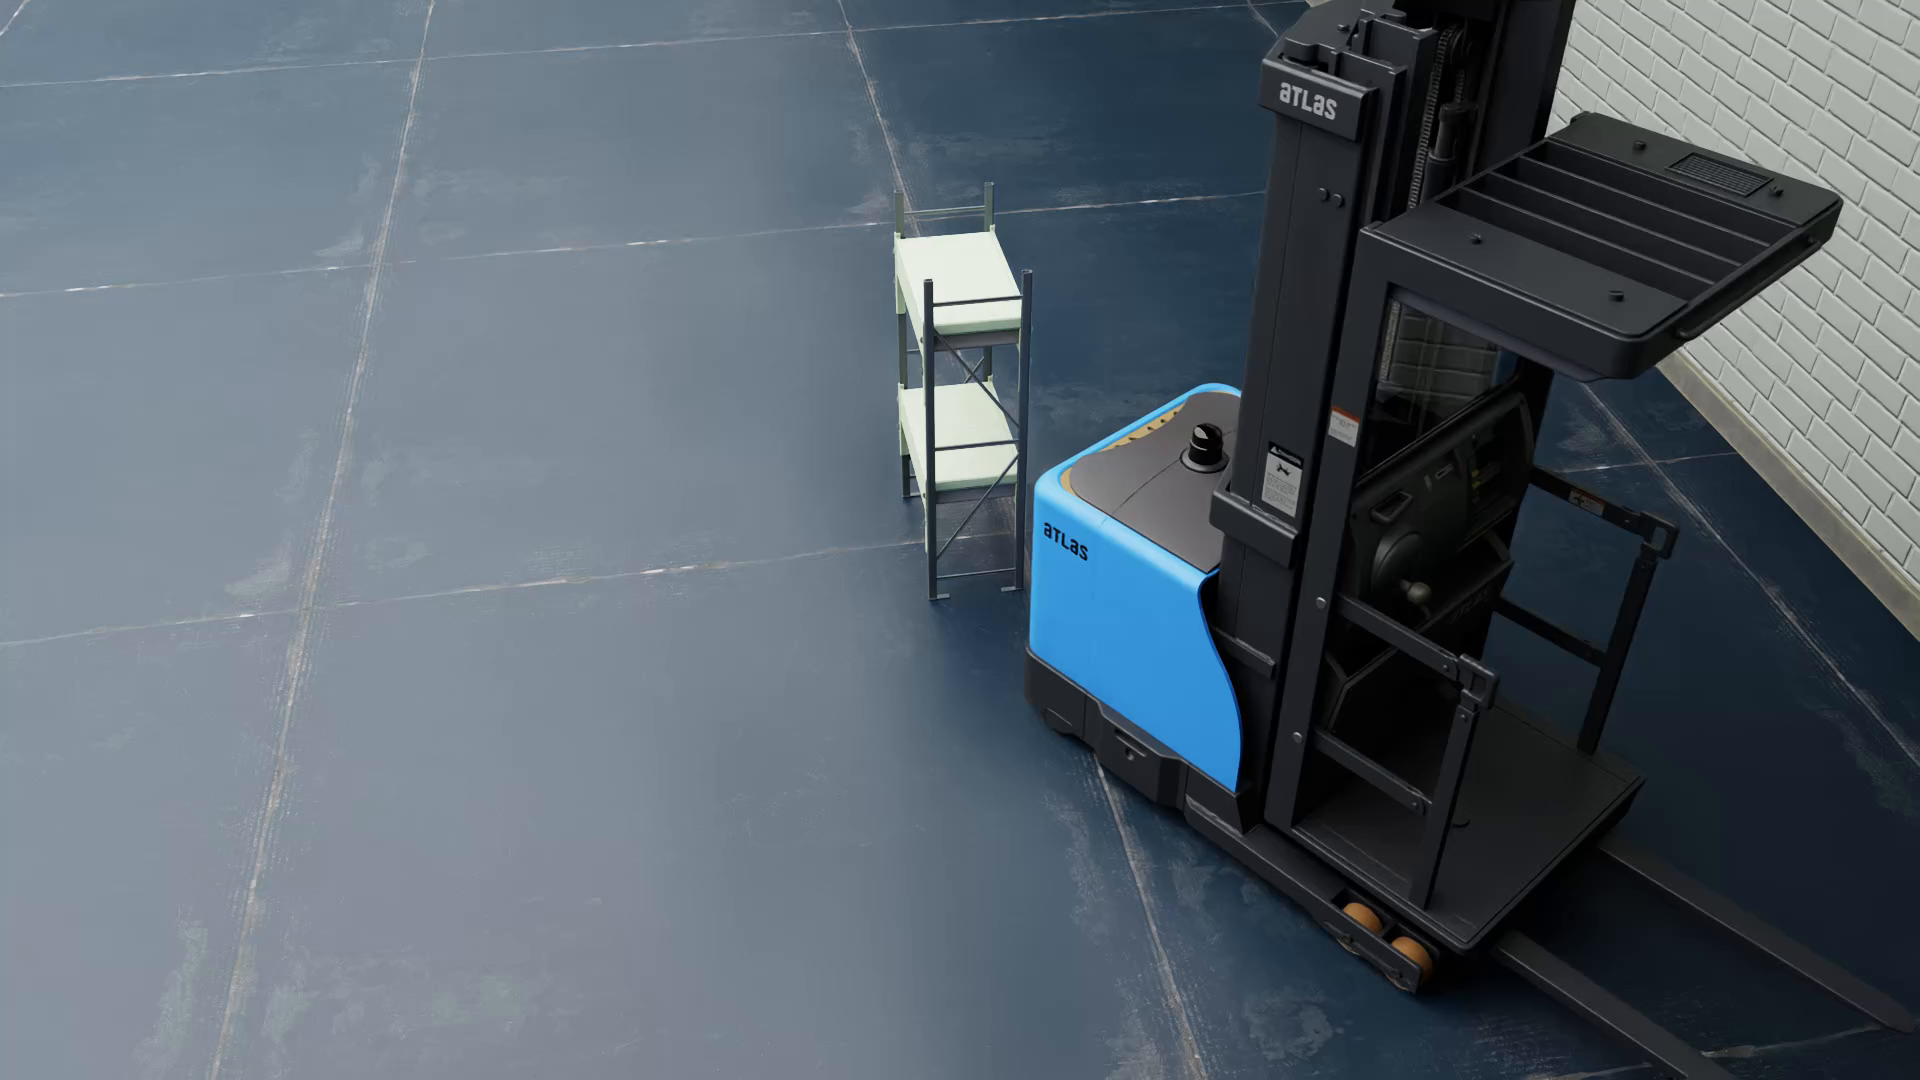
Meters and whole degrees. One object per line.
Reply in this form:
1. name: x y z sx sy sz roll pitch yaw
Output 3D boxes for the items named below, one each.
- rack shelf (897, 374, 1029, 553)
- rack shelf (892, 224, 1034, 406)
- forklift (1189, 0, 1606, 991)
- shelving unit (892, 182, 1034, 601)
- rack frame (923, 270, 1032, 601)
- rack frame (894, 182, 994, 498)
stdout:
1. rack shelf: 0.001 -0.331 6.985 0.431 0.370 0.720 -6 38 -8
2. rack shelf: 0.001 -0.896 6.545 0.431 0.370 0.720 -6 38 -8
3. forklift: 1.612 -0.062 4.941 1.121 2.935 3.031 -30 47 -33
4. shelving unit: 0.001 -0.588 6.785 0.431 1.500 0.755 -6 38 -8
5. rack frame: 0.065 -0.367 6.500 0.400 1.500 0.023 -6 38 -8
6. rack frame: -0.063 -0.809 7.069 0.400 1.500 0.023 -6 38 -8
